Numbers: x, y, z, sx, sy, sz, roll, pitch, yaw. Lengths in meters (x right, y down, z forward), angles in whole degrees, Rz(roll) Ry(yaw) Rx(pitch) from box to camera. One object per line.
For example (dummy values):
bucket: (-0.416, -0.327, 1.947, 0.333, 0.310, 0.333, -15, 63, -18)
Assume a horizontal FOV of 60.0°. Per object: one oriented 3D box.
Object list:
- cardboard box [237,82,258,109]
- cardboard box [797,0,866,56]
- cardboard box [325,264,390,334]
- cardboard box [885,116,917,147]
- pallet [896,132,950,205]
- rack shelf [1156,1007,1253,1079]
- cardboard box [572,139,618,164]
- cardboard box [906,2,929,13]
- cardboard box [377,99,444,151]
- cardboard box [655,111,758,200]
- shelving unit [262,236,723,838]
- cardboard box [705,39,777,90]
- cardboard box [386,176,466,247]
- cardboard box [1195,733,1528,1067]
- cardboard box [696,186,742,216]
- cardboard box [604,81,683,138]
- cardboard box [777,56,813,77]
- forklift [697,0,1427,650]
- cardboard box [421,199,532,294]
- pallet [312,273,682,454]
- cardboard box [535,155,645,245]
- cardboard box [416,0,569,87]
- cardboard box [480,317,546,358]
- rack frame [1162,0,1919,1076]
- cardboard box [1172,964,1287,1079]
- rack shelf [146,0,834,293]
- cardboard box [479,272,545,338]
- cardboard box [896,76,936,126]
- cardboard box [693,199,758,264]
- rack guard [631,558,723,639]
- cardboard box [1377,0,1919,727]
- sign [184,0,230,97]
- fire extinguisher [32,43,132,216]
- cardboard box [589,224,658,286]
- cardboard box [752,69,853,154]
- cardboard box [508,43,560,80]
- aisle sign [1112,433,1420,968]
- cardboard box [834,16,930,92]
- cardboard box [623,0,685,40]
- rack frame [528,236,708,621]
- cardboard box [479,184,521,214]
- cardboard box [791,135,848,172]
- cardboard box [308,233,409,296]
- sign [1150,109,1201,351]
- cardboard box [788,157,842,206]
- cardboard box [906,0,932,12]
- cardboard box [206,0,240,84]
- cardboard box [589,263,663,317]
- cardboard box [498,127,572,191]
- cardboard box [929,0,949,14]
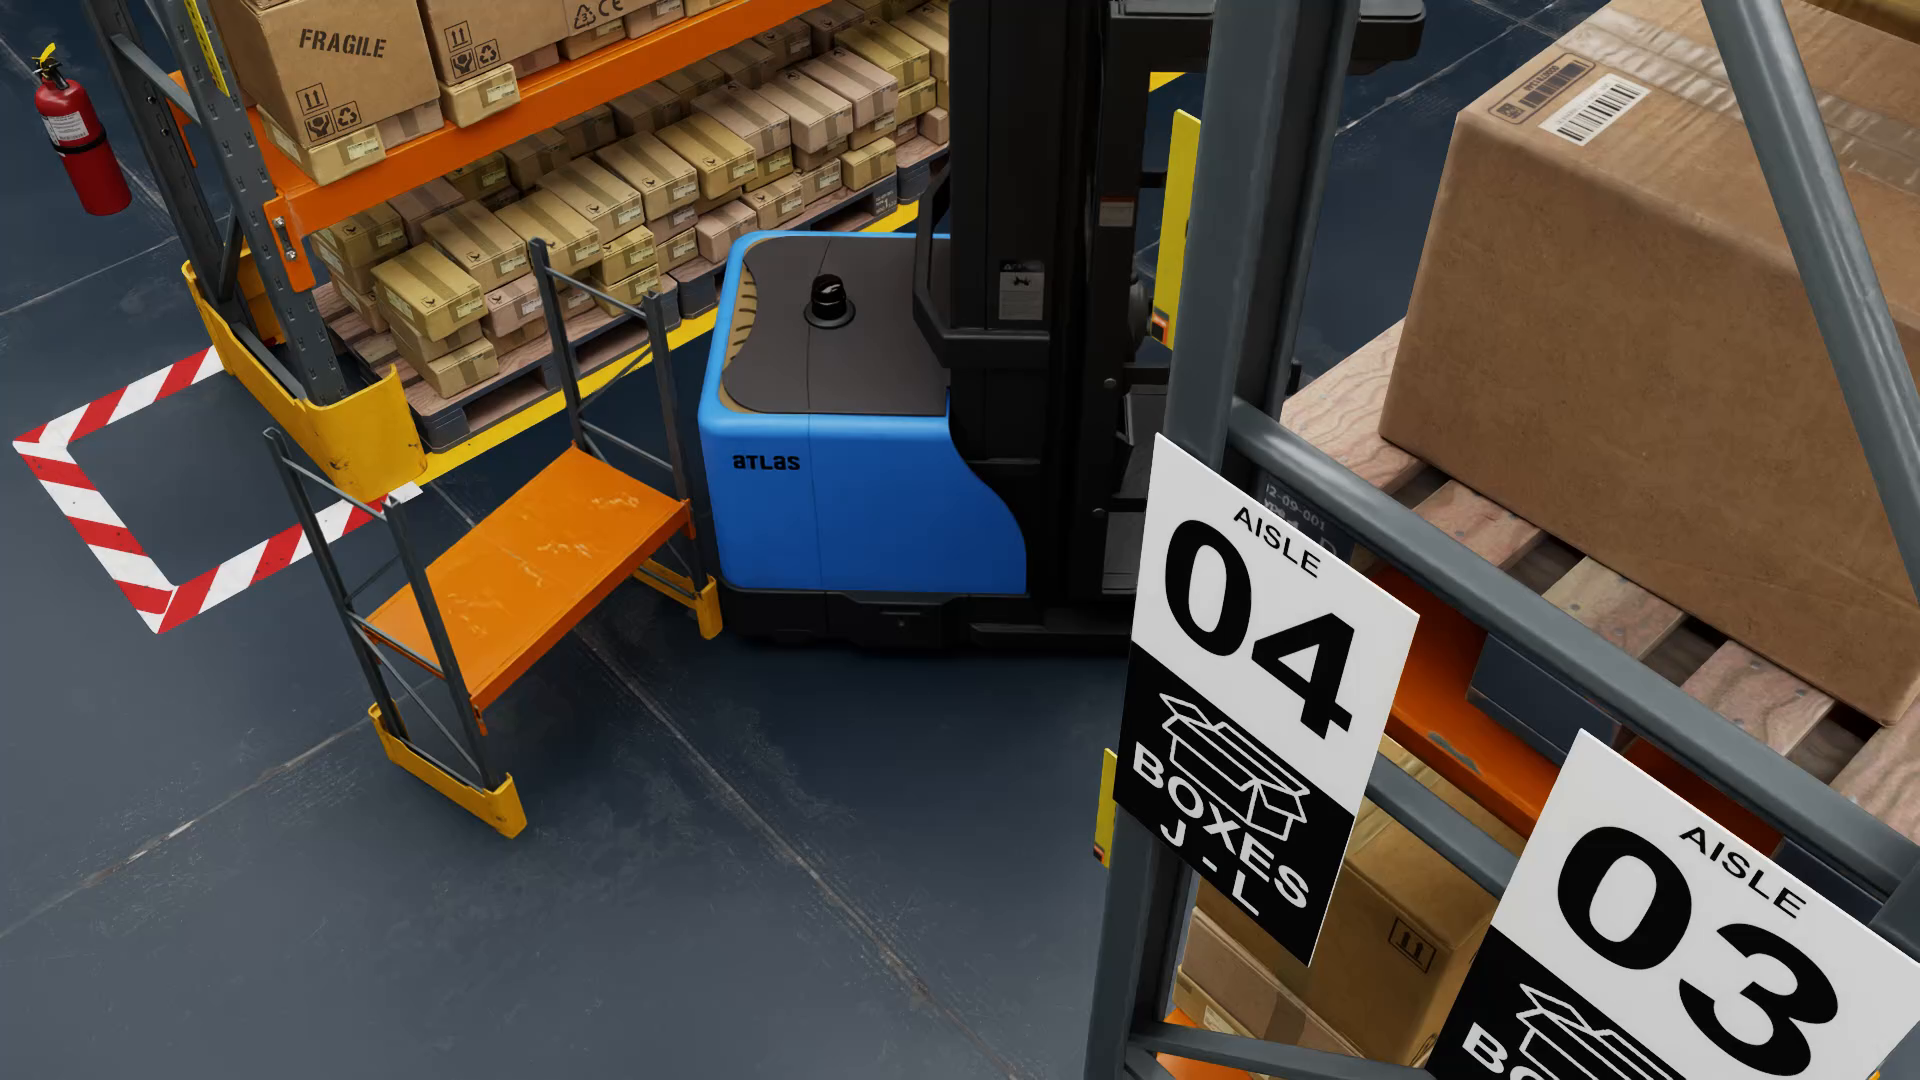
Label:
cardboard box: (-2.584, -1.724, 5.970, 0.250, 0.149, 0.380, -34, 56, -27)
cardboard box: (-0.645, -2.394, 7.668, 0.250, 0.149, 0.380, -35, 56, -28)
cardboard box: (-2.386, -1.043, 6.826, 0.250, 0.149, 0.380, -33, 55, -27)
cardboard box: (-0.414, -1.955, 7.667, 0.250, 0.149, 0.380, -35, 56, -28)
pallet: (-0.149, -2.175, 8.113, 1.213, 0.211, 1.003, -34, 56, -27)
rack shelf: (2.107, 0.508, 4.230, 4.000, 0.370, 1.077, -34, 56, -27)
cardboard box: (-1.679, -1.708, 7.236, 0.250, 0.149, 0.380, -33, 55, -27)
cardboard box: (-0.286, -2.569, 8.031, 0.250, 0.149, 0.380, -33, 56, -27)
cardboard box: (-2.014, -1.539, 5.800, 0.250, 0.149, 0.380, -32, 55, -26)
cardboard box: (-1.058, -1.607, 6.941, 0.250, 0.149, 0.380, -33, 55, -27)
shelving unit: (-1.385, 0.009, 5.221, 0.587, 1.500, 1.083, 26, 53, 22)
cardboard box: (-1.034, -2.133, 7.427, 0.250, 0.149, 0.380, -36, 57, -28)
cardboard box: (-2.189, -1.364, 6.717, 0.250, 0.149, 0.380, -33, 55, -26)
cardboard box: (0.811, 0.565, 3.077, 0.500, 0.500, 0.500, -33, 55, -27)
cardboard box: (-1.144, -1.571, 7.110, 0.250, 0.149, 0.380, -31, 54, -25)
cardboard box: (-1.418, -1.888, 7.200, 0.250, 0.149, 0.380, -36, 57, -28)
cardboard box: (-0.863, -2.174, 7.667, 0.250, 0.149, 0.380, -31, 55, -26)
forklift: (0.690, -0.964, 5.146, 3.031, 2.935, 1.130, 1, 47, 1)
cardboard box: (-1.896, -1.147, 6.517, 0.250, 0.149, 0.380, -33, 55, -27)
pallet: (-1.954, -0.968, 7.000, 1.213, 0.211, 1.003, -34, 56, -27)
cardboard box: (-1.495, -1.370, 6.722, 0.380, 0.149, 0.250, 36, 57, 29)
cardboard box: (-1.738, -1.979, 5.765, 0.500, 0.500, 0.500, -34, 56, -27)
cardboard box: (-1.893, -0.929, 6.720, 0.250, 0.149, 0.380, -34, 56, -27)
rack frame: (0.627, -0.781, 0.848, 0.127, 3.000, 1.000, -34, 56, -27)
cardboard box: (0.669, 0.983, 3.473, 0.250, 0.149, 0.380, -33, 55, -27)
rack shelf: (-1.155, -2.239, 6.764, 4.000, 0.370, 1.077, -34, 56, -27)
cardboard box: (-1.834, -0.995, 6.579, 0.250, 0.149, 0.380, -34, 56, -27)
cardboard box: (-0.324, -2.066, 7.567, 0.250, 0.149, 0.380, -33, 55, -27)
cardboard box: (-1.084, -1.376, 7.132, 0.380, 0.149, 0.250, 36, 57, 29)
rack guard: (-1.107, 0.130, 5.960, 0.587, 0.250, 0.087, 26, 53, 22)
cardboard box: (0.976, -0.261, 1.987, 0.700, 0.500, 0.500, 36, 57, 28)
sign: (-2.270, -1.493, 4.997, 0.005, 0.325, 0.100, -34, 56, -27)
fire extinguisher: (-3.132, -1.468, 5.870, 0.183, 0.674, 0.296, -34, 56, -27)
cardboard box: (-1.450, -1.232, 6.797, 0.250, 0.149, 0.380, -32, 55, -26)
cardboard box: (-0.679, -1.847, 7.162, 0.250, 0.149, 0.380, -36, 57, -28)
cardboard box: (-1.680, -1.846, 6.083, 0.250, 0.149, 0.380, -31, 55, -26)
aisle sign: (0.372, 0.244, 2.215, 0.004, 0.787, 0.394, -34, 56, -27)
cardboard box: (-0.350, -2.171, 7.461, 0.250, 0.149, 0.380, -32, 55, -26)
cardboard box: (-1.261, -2.073, 6.293, 0.250, 0.149, 0.380, -35, 56, -28)
rack frame: (-1.096, -0.306, 5.512, 0.500, 1.500, 0.032, 26, 53, 22)
cardboard box: (-2.053, -1.445, 6.994, 0.250, 0.149, 0.380, -36, 57, -28)
cardboard box: (-0.712, -1.808, 7.329, 0.380, 0.149, 0.250, 36, 57, 29)
cardboard box: (-2.436, -1.187, 6.756, 0.250, 0.149, 0.380, -35, 56, -28)
sign: (0.272, -0.340, 1.933, 0.005, 0.325, 0.100, -34, 56, -27)
cardboard box: (-0.740, -1.664, 7.399, 0.250, 0.149, 0.380, -33, 55, -27)
cardboard box: (-0.313, -2.688, 7.938, 0.250, 0.149, 0.380, -31, 55, -26)
cardboard box: (-2.476, -1.991, 5.776, 0.500, 0.500, 0.500, -33, 55, -26)
cardboard box: (-1.451, -1.122, 6.898, 0.250, 0.149, 0.380, -33, 55, -27)
cardboard box: (-1.849, -1.655, 6.985, 0.250, 0.149, 0.380, -36, 57, -28)
cardboard box: (0.074, -2.384, 7.658, 0.250, 0.149, 0.380, -33, 55, -27)
